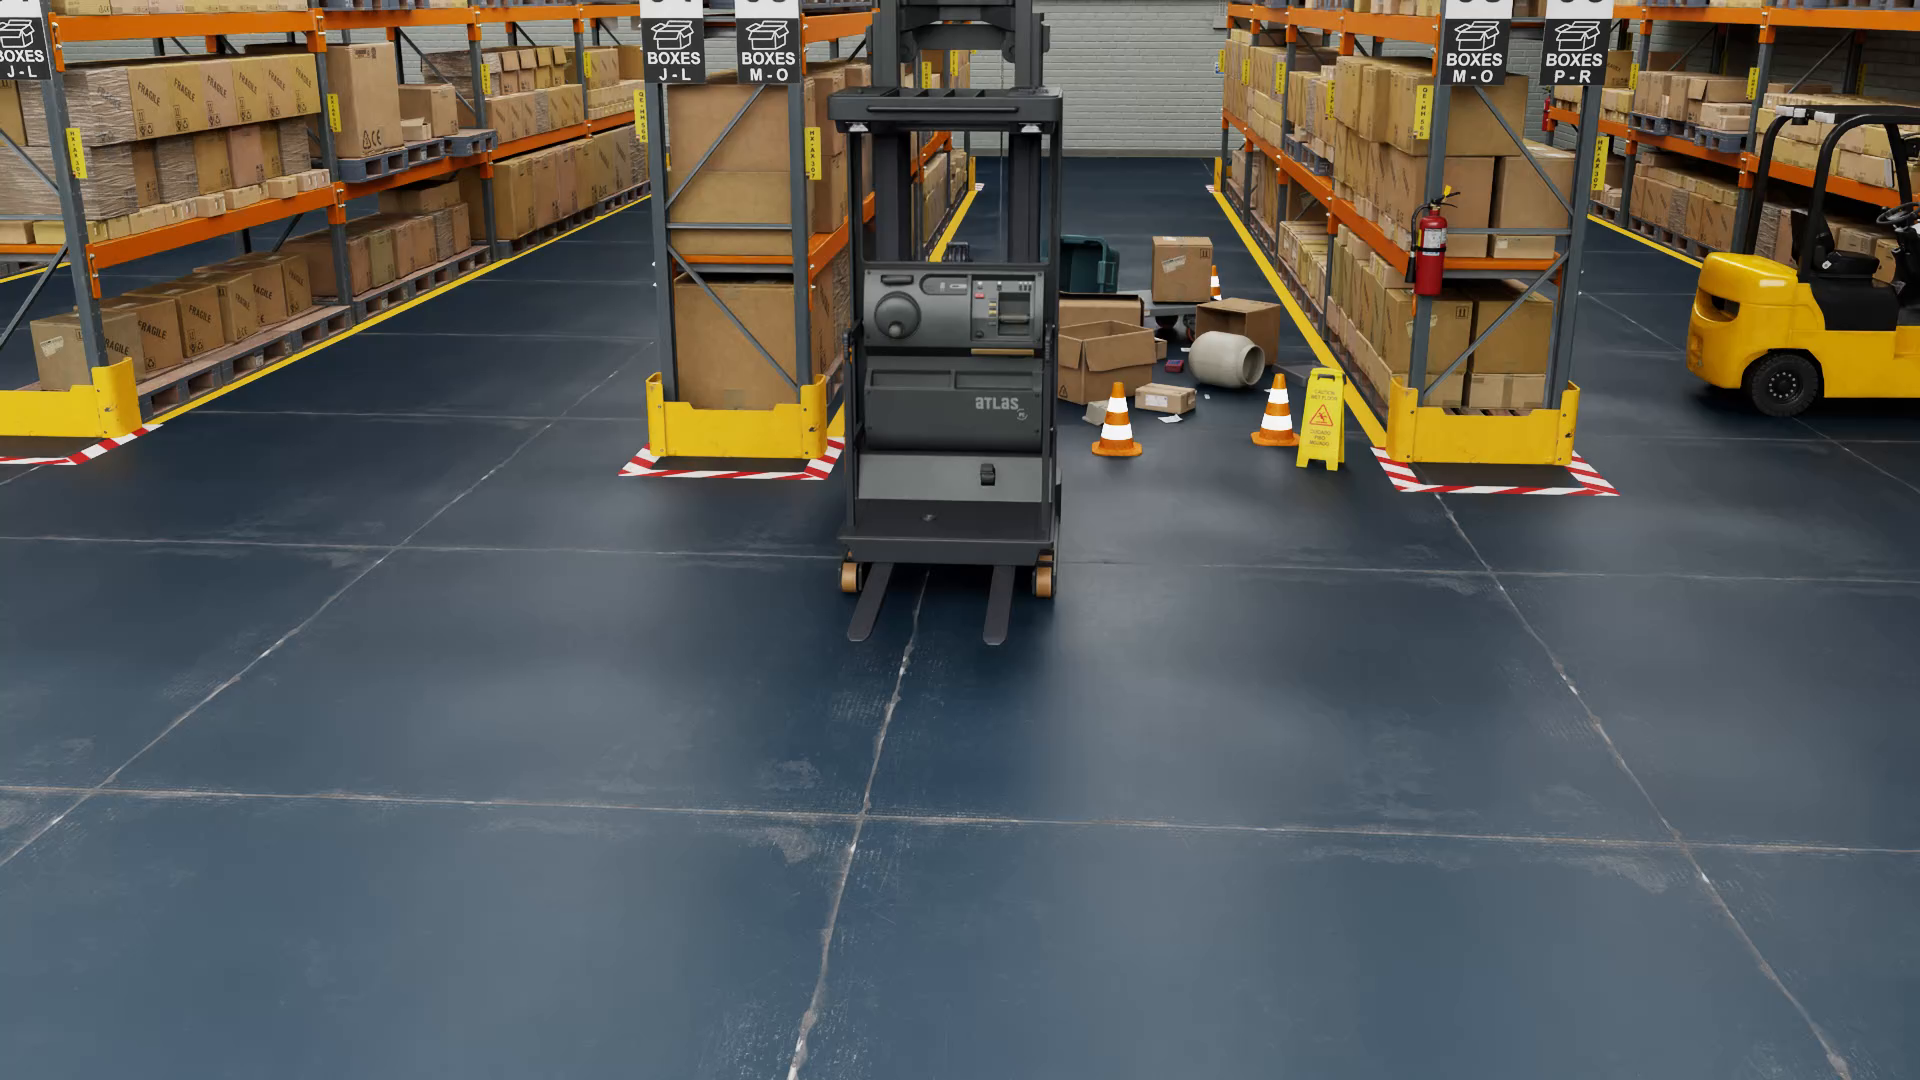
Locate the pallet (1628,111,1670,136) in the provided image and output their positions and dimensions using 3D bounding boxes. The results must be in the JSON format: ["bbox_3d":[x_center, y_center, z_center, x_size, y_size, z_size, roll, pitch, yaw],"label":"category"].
[{"bbox_3d":[9.097,-5.238,20.898,1.003,0.211,1.213,1,18,4],"label":"pallet"}]

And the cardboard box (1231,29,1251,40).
[{"bbox_3d":[4.216,-7.492,24.663,0.380,0.149,0.250,2,18,6],"label":"cardboard box"}]

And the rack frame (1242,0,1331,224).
[{"bbox_3d":[4.312,-5.684,21.953,1.000,3.000,0.127,1,18,4],"label":"rack frame"}]

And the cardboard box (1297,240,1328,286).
[{"bbox_3d":[3.870,-2.753,16.552,0.950,0.372,0.625,2,18,6],"label":"cardboard box"}]

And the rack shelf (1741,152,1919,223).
[{"bbox_3d":[8.833,-3.369,16.043,1.077,0.370,4.000,1,18,4],"label":"rack shelf"}]

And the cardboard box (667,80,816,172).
[{"bbox_3d":[-1.428,-2.735,10.978,0.875,0.550,0.550,1,18,4],"label":"cardboard box"}]

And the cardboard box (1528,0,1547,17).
[{"bbox_3d":[3.799,-3.359,10.443,0.380,0.149,0.250,1,18,4],"label":"cardboard box"}]

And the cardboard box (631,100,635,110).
[{"bbox_3d":[-5.073,-6.513,24.885,0.380,0.149,0.250,1,18,4],"label":"cardboard box"}]

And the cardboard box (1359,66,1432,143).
[{"bbox_3d":[3.248,-3.102,11.830,0.700,0.500,0.500,1,18,3],"label":"cardboard box"}]

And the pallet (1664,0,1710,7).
[{"bbox_3d":[9.075,-6.388,19.584,1.213,0.211,1.003,1,18,4],"label":"pallet"}]

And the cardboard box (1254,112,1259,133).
[{"bbox_3d":[3.929,-5.163,20.602,0.500,0.250,0.500,1,18,3],"label":"cardboard box"}]

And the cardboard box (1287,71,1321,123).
[{"bbox_3d":[3.762,-4.696,17.624,0.500,0.500,0.500,1,18,2],"label":"cardboard box"}]

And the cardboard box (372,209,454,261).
[{"bbox_3d":[-5.914,-3.303,17.994,0.700,0.500,0.500,0,18,-1],"label":"cardboard box"}]

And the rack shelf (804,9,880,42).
[{"bbox_3d":[-1.063,-4.983,16.152,1.077,0.370,4.000,1,18,4],"label":"rack shelf"}]

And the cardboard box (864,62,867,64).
[{"bbox_3d":[-1.067,-4.429,16.357,0.700,0.500,0.500,1,18,3],"label":"cardboard box"}]

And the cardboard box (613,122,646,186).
[{"bbox_3d":[-5.317,-5.854,25.210,0.875,0.875,0.875,1,18,4],"label":"cardboard box"}]

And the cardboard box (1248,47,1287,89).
[{"bbox_3d":[3.994,-6.077,21.384,0.500,0.500,0.500,1,18,5],"label":"cardboard box"}]

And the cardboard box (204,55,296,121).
[{"bbox_3d":[-5.938,-3.784,13.909,0.500,0.500,0.500,1,18,4],"label":"cardboard box"}]

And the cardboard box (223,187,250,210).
[{"bbox_3d":[-5.990,-2.763,13.440,0.380,0.149,0.250,1,18,4],"label":"cardboard box"}]

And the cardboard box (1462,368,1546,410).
[{"bbox_3d":[3.785,-1.095,11.687,0.500,0.250,0.500,1,18,3],"label":"cardboard box"}]

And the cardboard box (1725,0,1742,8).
[{"bbox_3d":[8.806,-6.007,18.363,0.500,0.250,0.500,1,18,4],"label":"cardboard box"}]

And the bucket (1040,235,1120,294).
[{"bbox_3d":[1.084,-2.352,14.599,0.726,0.611,0.620,8,10,23],"label":"bucket"}]

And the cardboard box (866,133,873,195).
[{"bbox_3d":[-1.221,-3.235,14.238,0.875,0.550,0.550,1,18,4],"label":"cardboard box"}]

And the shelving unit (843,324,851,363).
[{"bbox_3d":[-0.545,-0.811,10.213,0.252,1.050,0.215,9,20,27],"label":"shelving unit"}]

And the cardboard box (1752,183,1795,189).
[{"bbox_3d":[9.420,-4.050,19.265,0.380,0.149,0.250,0,18,1],"label":"cardboard box"}]

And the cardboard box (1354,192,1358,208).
[{"bbox_3d":[3.388,-2.751,13.404,0.380,0.149,0.250,2,18,6],"label":"cardboard box"}]

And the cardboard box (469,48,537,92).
[{"bbox_3d":[-5.700,-5.825,20.611,0.797,0.503,0.637,2,18,6],"label":"cardboard box"}]

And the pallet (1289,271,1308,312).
[{"bbox_3d":[3.878,-2.496,16.702,1.003,0.211,1.213,1,18,4],"label":"pallet"}]

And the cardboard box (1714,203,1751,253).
[{"bbox_3d":[8.792,-3.480,18.566,0.500,0.500,0.500,2,18,6],"label":"cardboard box"}]

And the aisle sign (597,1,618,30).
[{"bbox_3d":[-5.580,-8.412,26.103,0.394,0.787,0.004,1,18,4],"label":"aisle sign"}]

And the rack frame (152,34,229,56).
[{"bbox_3d":[-10.513,-6.016,22.966,1.000,3.000,0.127,1,18,4],"label":"rack frame"}]

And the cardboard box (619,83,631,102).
[{"bbox_3d":[-5.162,-6.584,24.462,0.500,0.250,0.500,1,18,4],"label":"cardboard box"}]

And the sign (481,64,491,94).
[{"bbox_3d":[-5.317,-5.166,18.641,0.100,0.325,0.005,1,18,4],"label":"sign"}]

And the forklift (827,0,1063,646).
[{"bbox_3d":[-0.045,-1.199,8.376,1.130,2.935,3.031,1,18,4],"label":"forklift"}]

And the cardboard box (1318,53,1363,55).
[{"bbox_3d":[4.330,-5.267,18.912,0.500,0.500,0.500,1,18,4],"label":"cardboard box"}]

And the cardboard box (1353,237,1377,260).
[{"bbox_3d":[3.307,-2.299,13.117,0.380,0.149,0.250,2,18,7],"label":"cardboard box"}]

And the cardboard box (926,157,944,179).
[{"bbox_3d":[-0.484,-4.735,21.192,0.500,0.250,0.500,2,18,7],"label":"cardboard box"}]

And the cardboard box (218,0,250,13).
[{"bbox_3d":[-5.997,-4.307,13.174,0.500,0.250,0.500,1,18,4],"label":"cardboard box"}]

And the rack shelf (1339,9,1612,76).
[{"bbox_3d":[3.595,-3.662,12.120,1.077,0.370,4.000,1,18,4],"label":"rack shelf"}]

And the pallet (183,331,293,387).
[{"bbox_3d":[-6.244,-1.506,13.681,1.003,0.211,1.213,1,18,4],"label":"pallet"}]

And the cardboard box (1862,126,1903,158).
[{"bbox_3d":[8.500,-3.574,14.952,0.500,0.250,0.500,1,18,2],"label":"cardboard box"}]

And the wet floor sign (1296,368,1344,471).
[{"bbox_3d":[2.371,-0.803,10.838,0.267,0.644,0.232,8,20,23],"label":"wet floor sign"}]

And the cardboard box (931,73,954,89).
[{"bbox_3d":[-0.346,-6.100,22.585,0.500,0.500,0.500,1,18,3],"label":"cardboard box"}]

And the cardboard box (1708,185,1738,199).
[{"bbox_3d":[8.811,-3.977,19.043,0.380,0.149,0.250,1,18,2],"label":"cardboard box"}]

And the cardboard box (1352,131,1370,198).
[{"bbox_3d":[3.367,-2.946,12.958,0.500,0.500,0.500,1,18,3],"label":"cardboard box"}]

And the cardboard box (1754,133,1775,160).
[{"bbox_3d":[8.701,-4.129,17.446,0.500,0.250,0.500,1,18,4],"label":"cardboard box"}]

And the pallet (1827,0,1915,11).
[{"bbox_3d":[8.940,-5.108,15.680,1.003,0.211,1.213,2,18,6],"label":"pallet"}]

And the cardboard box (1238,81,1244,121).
[{"bbox_3d":[4.122,-6.041,22.883,0.500,0.500,0.500,1,18,3],"label":"cardboard box"}]

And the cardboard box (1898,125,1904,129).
[{"bbox_3d":[8.563,-3.712,14.732,0.380,0.149,0.250,1,18,4],"label":"cardboard box"}]

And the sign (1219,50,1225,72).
[{"bbox_3d":[4.046,-7.390,25.641,0.100,0.325,0.005,1,18,4],"label":"sign"}]

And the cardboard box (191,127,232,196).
[{"bbox_3d":[-6.323,-3.005,13.138,0.875,0.500,0.500,1,18,4],"label":"cardboard box"}]

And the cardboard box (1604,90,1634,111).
[{"bbox_3d":[9.078,-5.964,22.571,0.500,0.250,0.500,1,18,4],"label":"cardboard box"}]

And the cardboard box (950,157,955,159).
[{"bbox_3d":[-0.273,-5.560,24.522,0.380,0.149,0.250,1,18,2],"label":"cardboard box"}]

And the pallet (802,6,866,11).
[{"bbox_3d":[-1.189,-4.899,15.047,0.805,0.209,1.217,1,18,2],"label":"pallet"}]

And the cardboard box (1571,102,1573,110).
[{"bbox_3d":[9.296,-6.439,24.660,0.380,0.149,0.250,1,18,3],"label":"cardboard box"}]
